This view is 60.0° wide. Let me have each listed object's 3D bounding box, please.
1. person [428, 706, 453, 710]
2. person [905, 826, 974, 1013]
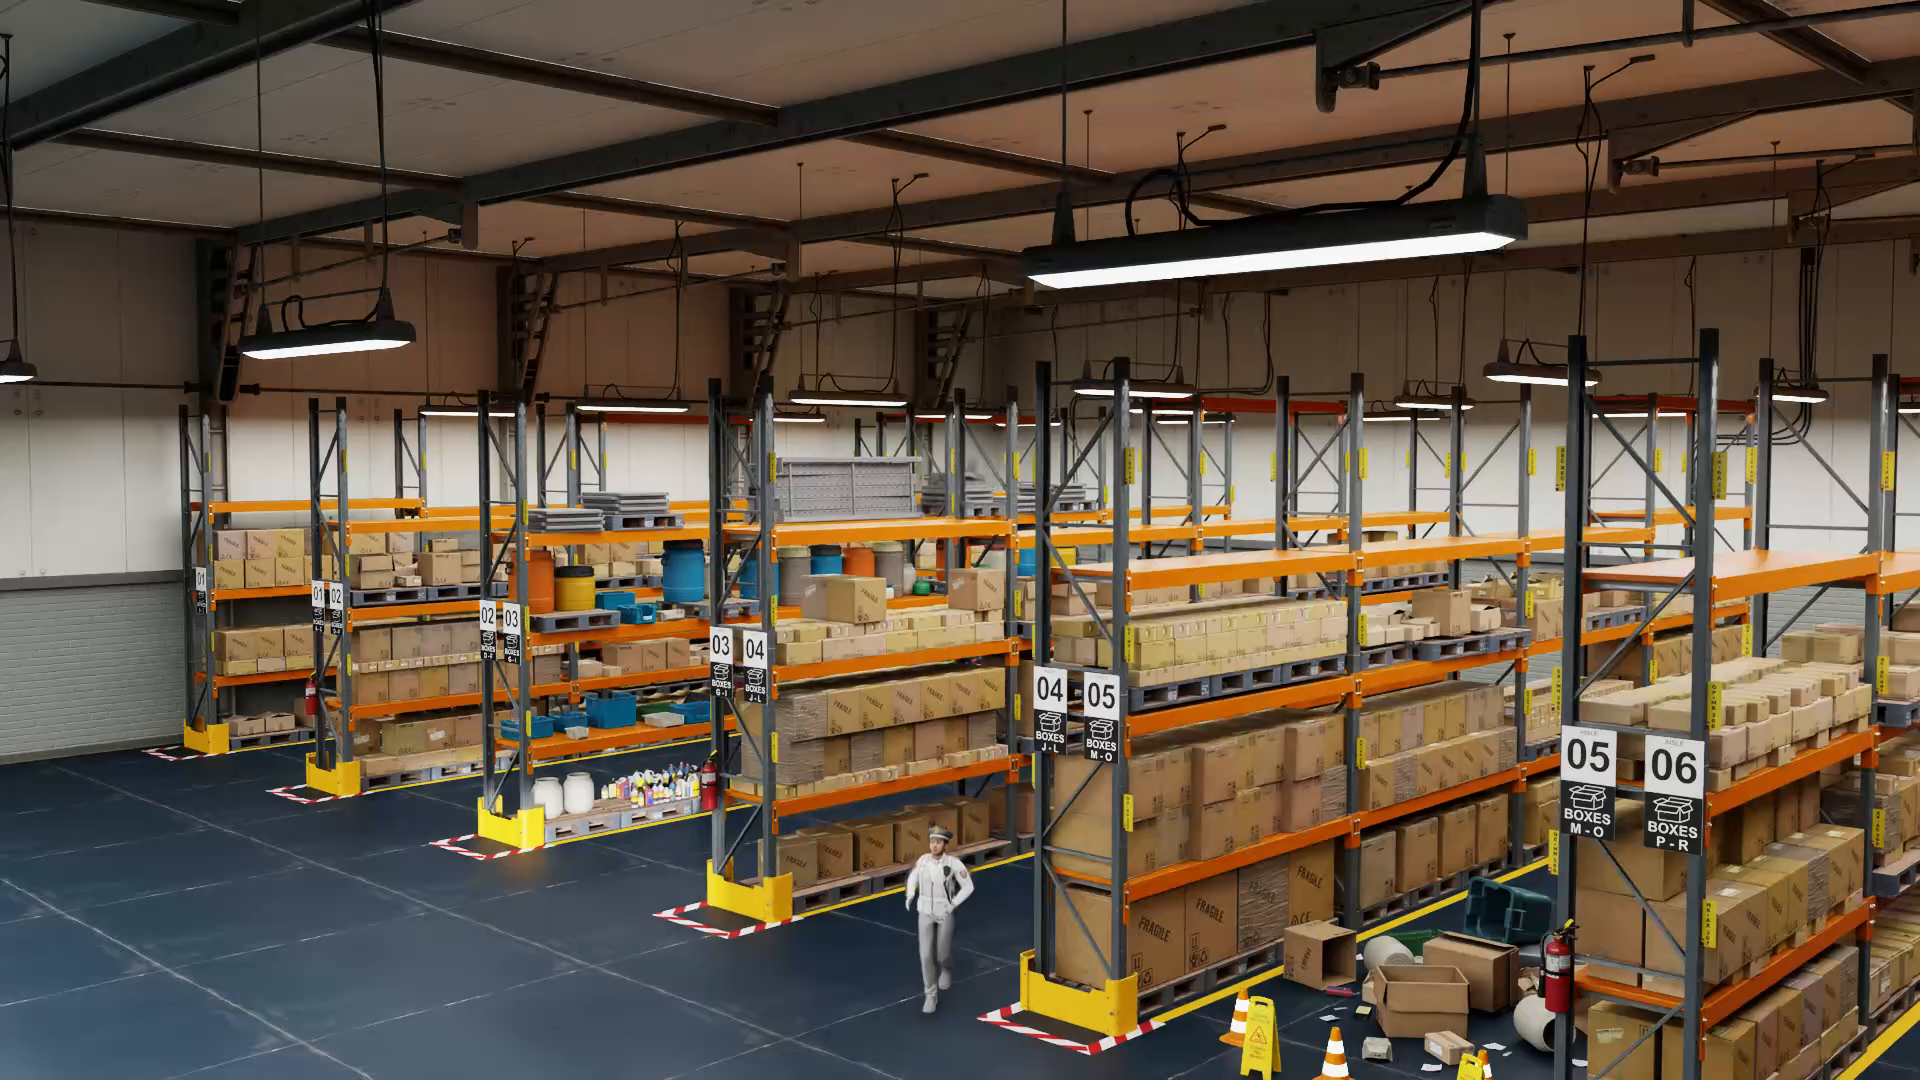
[{"bbox_3d":[-9.021,2.800,29.095,0.549,1.728,0.776,2,4,32],"label":"person"},{"bbox_3d":[-0.202,3.522,15.625,0.669,1.709,0.706,1,3,19],"label":"person"}]
